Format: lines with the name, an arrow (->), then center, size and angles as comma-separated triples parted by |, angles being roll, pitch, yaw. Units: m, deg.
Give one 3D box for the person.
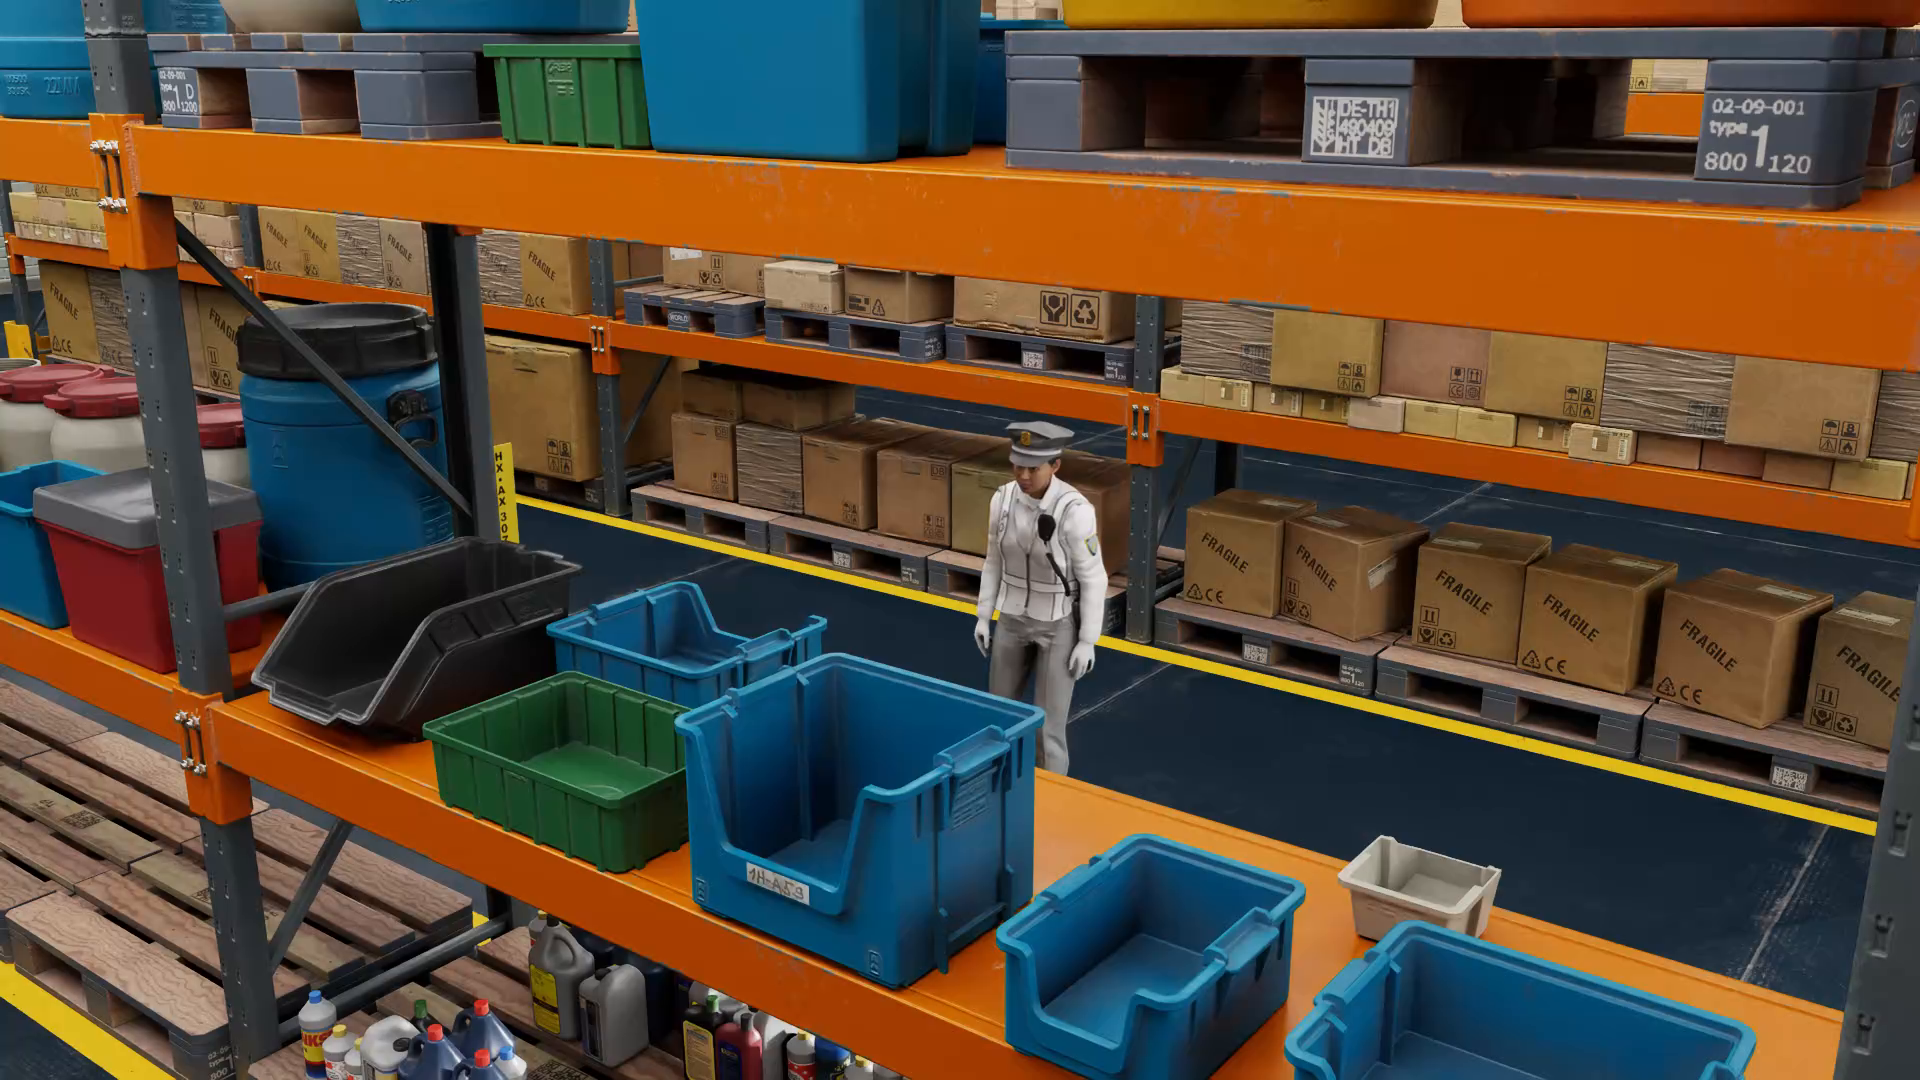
person -> 0.284, 0.355, 6.351 | 0.540, 1.662, 0.415 | 11, 20, 32
